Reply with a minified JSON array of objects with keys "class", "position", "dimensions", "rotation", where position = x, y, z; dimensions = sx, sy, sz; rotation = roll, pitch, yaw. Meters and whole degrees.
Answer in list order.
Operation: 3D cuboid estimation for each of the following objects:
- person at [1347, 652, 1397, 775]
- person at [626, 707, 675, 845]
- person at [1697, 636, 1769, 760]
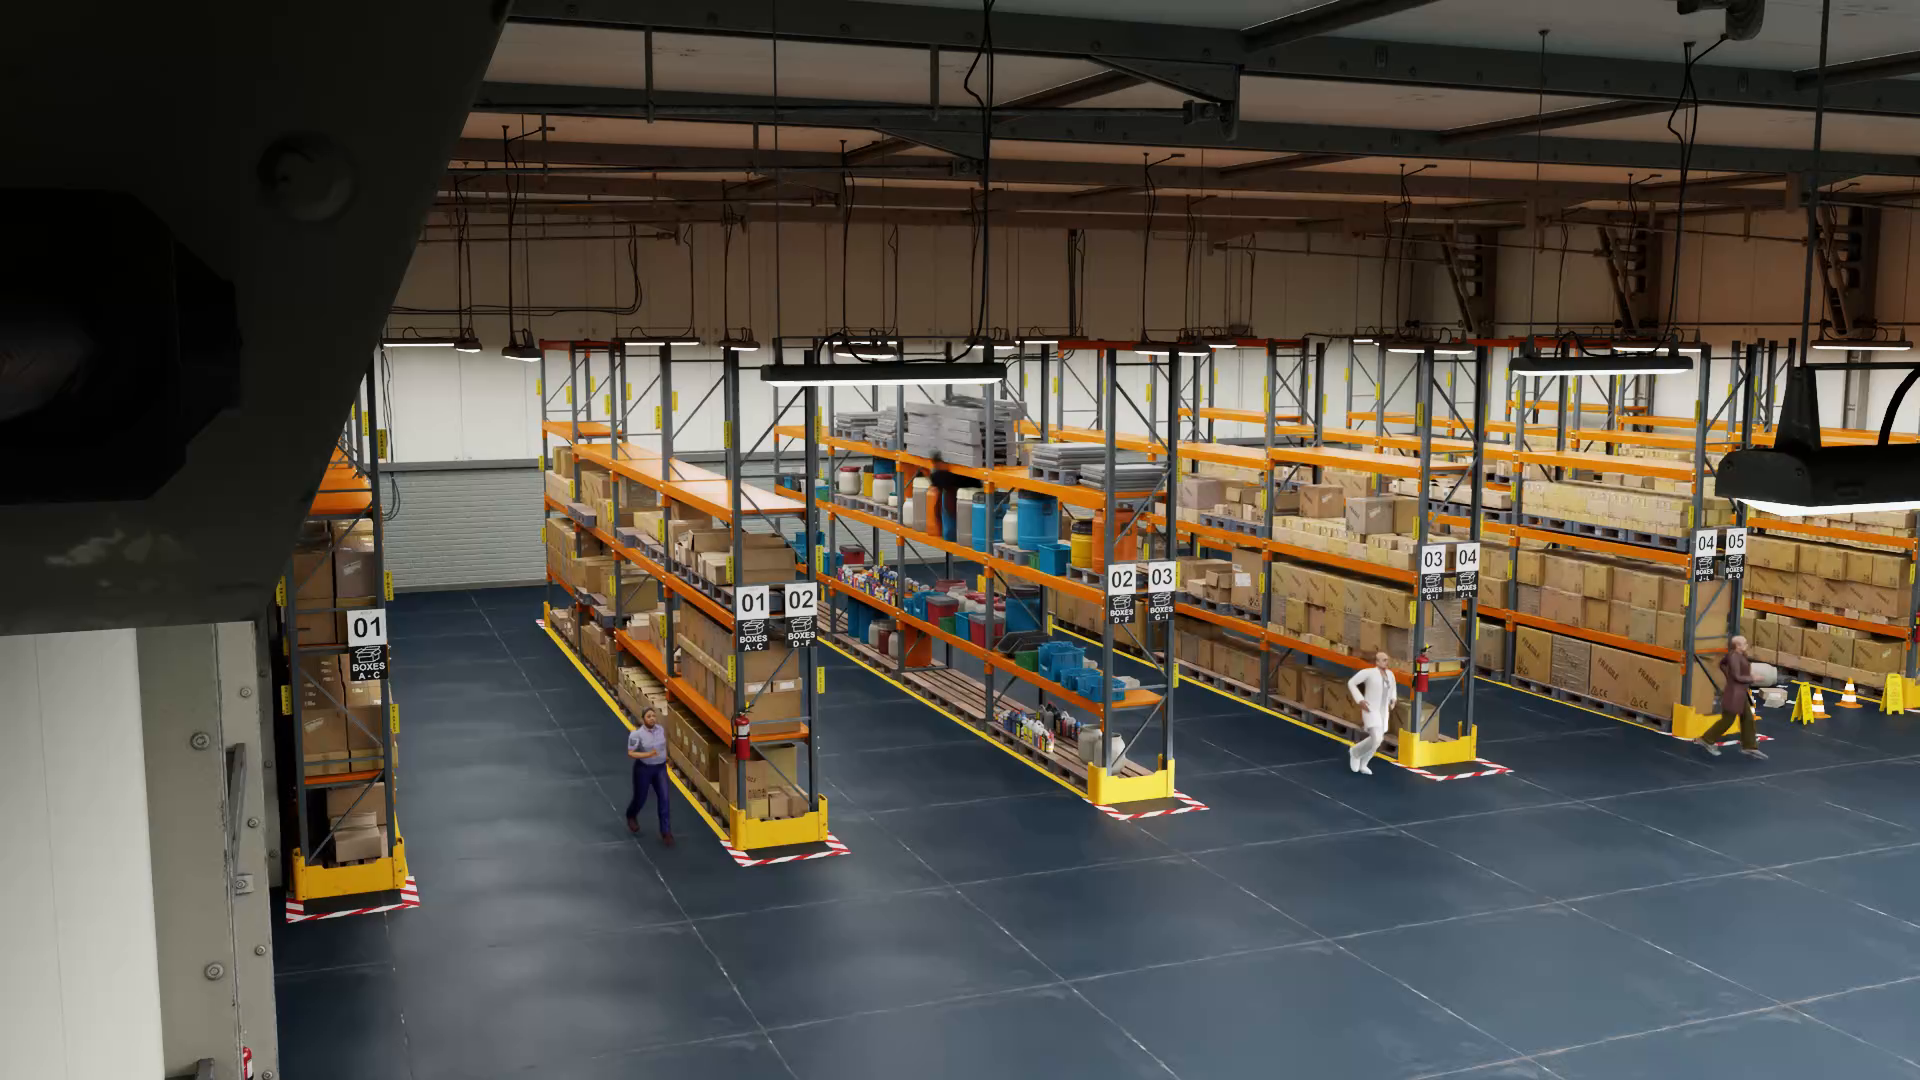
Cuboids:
[{"class":"person","position":[5.855,2.441,23.431],"dimensions":[0.722,1.745,0.626],"rotation":[-5,9,-31]},{"class":"person","position":[-3.798,2.849,20.399],"dimensions":[0.609,1.630,0.945],"rotation":[-5,9,-35]},{"class":"person","position":[11.307,2.278,24.233],"dimensions":[0.956,1.791,0.713],"rotation":[4,9,31]}]
